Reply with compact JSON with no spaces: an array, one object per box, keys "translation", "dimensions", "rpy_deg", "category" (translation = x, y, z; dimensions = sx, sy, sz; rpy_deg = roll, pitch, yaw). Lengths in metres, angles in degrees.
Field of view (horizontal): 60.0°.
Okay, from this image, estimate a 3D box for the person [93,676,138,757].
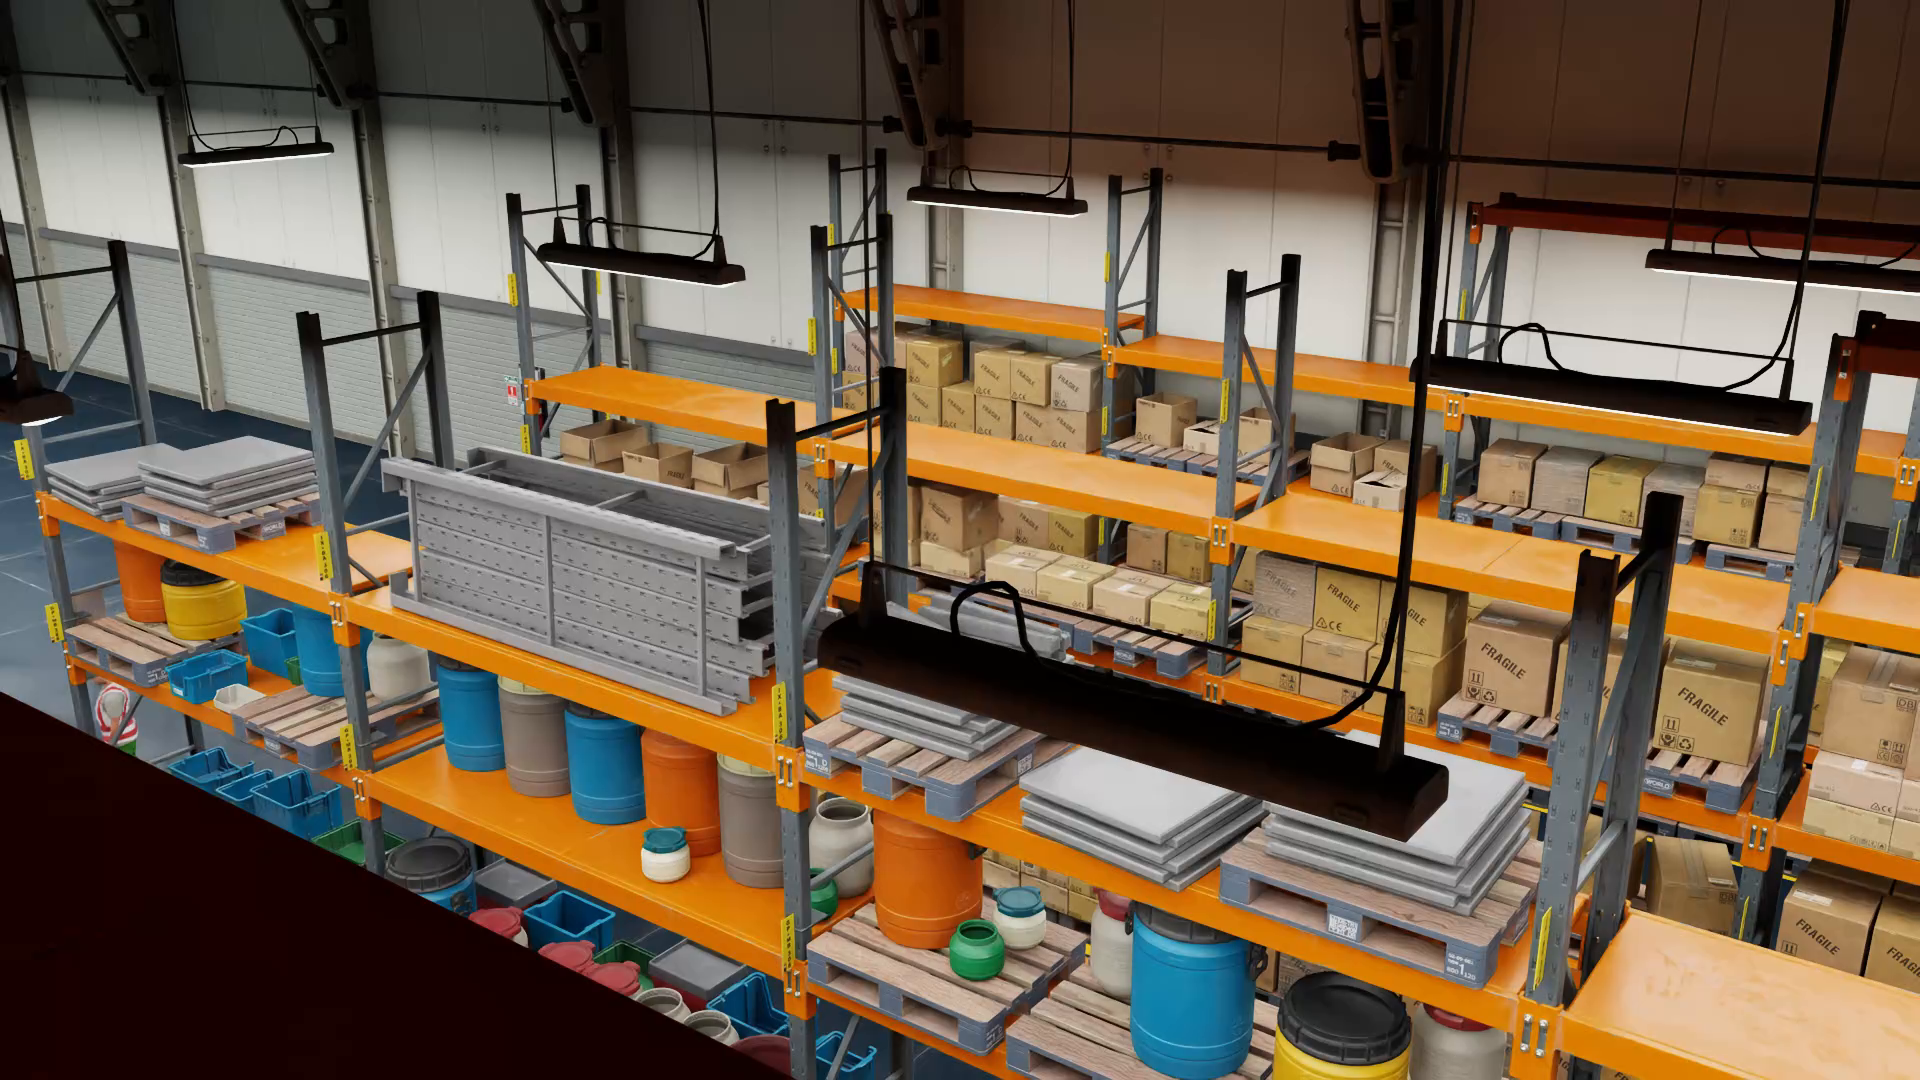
[{"translation":[-8.275,1.965,16.462],"dimensions":[0.816,1.778,0.590],"rpy_deg":[-9,21,-26],"category":"person"}]
